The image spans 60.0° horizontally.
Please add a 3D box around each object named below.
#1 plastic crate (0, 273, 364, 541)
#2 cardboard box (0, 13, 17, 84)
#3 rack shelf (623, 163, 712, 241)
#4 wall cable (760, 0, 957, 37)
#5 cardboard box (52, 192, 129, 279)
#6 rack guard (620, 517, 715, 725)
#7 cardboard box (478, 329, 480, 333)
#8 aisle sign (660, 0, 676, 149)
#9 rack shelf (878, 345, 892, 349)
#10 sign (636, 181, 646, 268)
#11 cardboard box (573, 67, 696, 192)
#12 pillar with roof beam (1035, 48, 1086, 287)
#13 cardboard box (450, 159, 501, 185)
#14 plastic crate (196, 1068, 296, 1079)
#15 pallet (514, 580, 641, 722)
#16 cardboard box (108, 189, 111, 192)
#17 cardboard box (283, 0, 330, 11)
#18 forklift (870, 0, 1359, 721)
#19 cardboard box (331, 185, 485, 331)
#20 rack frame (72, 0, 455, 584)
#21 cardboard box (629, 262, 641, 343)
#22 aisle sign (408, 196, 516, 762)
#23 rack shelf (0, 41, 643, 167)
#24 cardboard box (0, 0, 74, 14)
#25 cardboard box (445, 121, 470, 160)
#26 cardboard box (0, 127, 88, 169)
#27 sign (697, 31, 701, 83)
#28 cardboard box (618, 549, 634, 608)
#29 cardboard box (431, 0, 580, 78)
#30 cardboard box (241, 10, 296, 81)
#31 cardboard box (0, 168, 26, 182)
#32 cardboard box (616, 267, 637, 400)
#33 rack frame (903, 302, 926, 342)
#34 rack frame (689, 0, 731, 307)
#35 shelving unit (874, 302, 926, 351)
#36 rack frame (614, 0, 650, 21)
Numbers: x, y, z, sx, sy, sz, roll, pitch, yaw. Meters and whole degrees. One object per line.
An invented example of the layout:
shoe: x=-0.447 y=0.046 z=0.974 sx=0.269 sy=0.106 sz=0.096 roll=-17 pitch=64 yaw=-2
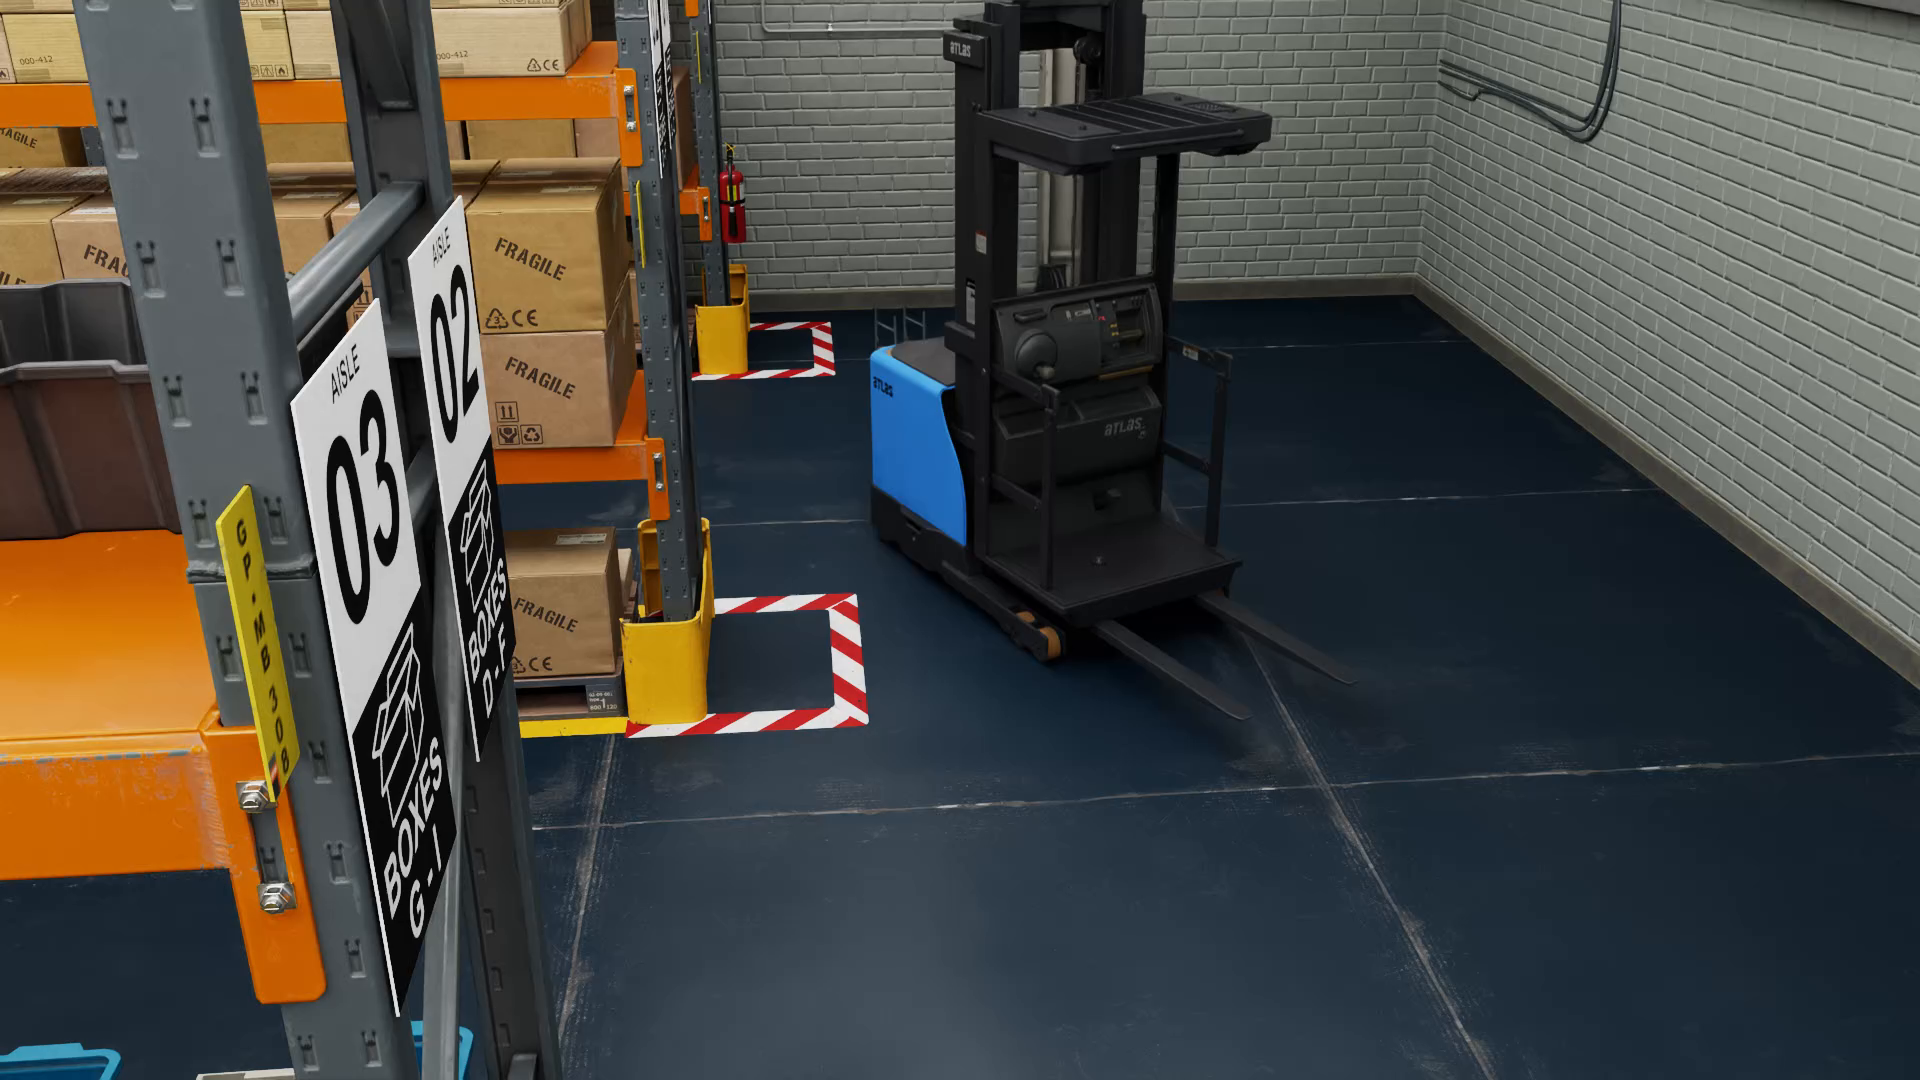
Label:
plastic crate: x=-1.214 y=-0.196 z=2.465 sx=0.590 sy=0.269 sz=0.497 roll=-2 pitch=24 yaw=-5
cardboard box: x=-3.763 y=-1.889 z=6.299 sx=0.500 sy=0.250 sz=0.500 roll=-2 pitch=24 yaw=-5
rack shelf: x=-3.767 y=-2.383 z=11.805 sx=4.000 sy=0.370 sz=1.077 roll=-2 pitch=24 yaw=-5
wall cable: x=-0.596 y=-3.690 z=12.607 sx=1.851 sy=1.984 sz=0.084 roll=-2 pitch=24 yaw=-5
cardboard box: x=-3.231 y=-1.100 z=6.678 sx=0.500 sy=0.500 sz=0.500 roll=-2 pitch=24 yaw=-4
rack guard: x=-1.362 y=0.355 z=7.835 sx=0.348 sy=0.500 sz=1.175 roll=-2 pitch=24 yaw=-5
cardboard box: x=-2.221 y=-0.686 z=6.976 sx=0.500 sy=0.500 sz=0.500 roll=-2 pitch=24 yaw=-5
aisle sign: x=-1.247 y=-2.099 z=7.079 sx=0.004 sy=0.787 sz=0.394 roll=-2 pitch=24 yaw=-5
rack shelf: x=-0.331 y=-1.011 z=9.269 sx=0.180 sy=0.103 sz=0.258 roll=-14 pitch=27 yaw=-28
sign: x=-1.252 y=-1.238 z=6.528 sx=0.005 sy=0.325 sz=0.100 roll=-2 pitch=24 yaw=-5
cardboard box: x=-2.283 y=-2.905 z=11.723 sx=0.700 sy=0.700 sz=0.980 roll=-1 pitch=24 yaw=-3
pillar with roof beam: x=1.248 y=-4.251 z=7.734 sx=0.400 sy=9.000 sz=9.100 roll=-2 pitch=24 yaw=-5
cardboard box: x=-2.273 y=-1.357 z=7.257 sx=0.500 sy=0.500 sz=0.500 roll=-2 pitch=24 yaw=-5
plastic crate: x=-1.409 y=1.162 z=3.194 sx=0.298 sy=0.136 sz=0.250 roll=-2 pitch=24 yaw=-5
pallet: x=-2.155 y=0.520 z=7.821 sx=1.213 sy=0.211 sz=1.003 roll=-2 pitch=24 yaw=-5
cardboard box: x=-3.277 y=-1.319 z=7.170 sx=0.500 sy=0.500 sz=0.500 roll=-3 pitch=24 yaw=-6
cardboard box: x=-2.270 y=-2.177 z=6.330 sx=0.500 sy=0.250 sz=0.500 roll=-2 pitch=24 yaw=-5
forklift: x=0.692 y=-0.973 z=7.830 sx=1.130 sy=2.935 sz=3.031 roll=-14 pitch=27 yaw=-28
cardboard box: x=-2.205 y=-1.143 z=6.774 sx=0.500 sy=0.500 sz=0.500 roll=-2 pitch=24 yaw=-4
rack frame: x=-0.803 y=-1.529 z=1.611 sx=0.127 sy=3.000 sz=1.000 roll=-2 pitch=24 yaw=-5
cardboard box: x=-2.464 y=-1.773 z=12.107 sx=0.500 sy=0.500 sz=0.700 roll=-2 pitch=24 yaw=-5
aisle sign: x=-0.761 y=-0.098 z=2.578 sx=0.004 sy=0.787 sz=0.394 roll=-2 pitch=24 yaw=-5
rack shelf: x=-3.277 y=-1.752 z=6.691 sx=4.000 sy=0.370 sz=1.077 roll=-2 pitch=24 yaw=-5
cardboard box: x=-3.265 y=-2.136 z=6.238 sx=0.500 sy=0.250 sz=0.500 roll=-2 pitch=24 yaw=-5
cardboard box: x=-3.766 y=-2.844 z=11.587 sx=0.700 sy=0.700 sz=0.980 roll=-3 pitch=24 yaw=-8
cardboard box: x=-6.192 y=-2.703 z=11.124 sx=0.500 sy=0.500 sz=0.500 roll=-3 pitch=24 yaw=-6
sign: x=-1.737 y=-3.209 z=11.060 sx=0.005 sy=0.325 sz=0.100 roll=-2 pitch=24 yaw=-5
cardboard box: x=-1.737 y=0.190 z=8.099 sx=0.250 sy=0.149 sz=0.380 roll=-2 pitch=24 yaw=-5
cardboard box: x=-1.772 y=-1.965 z=6.469 sx=0.500 sy=0.250 sz=0.500 roll=-2 pitch=24 yaw=-5
cardboard box: x=-2.767 y=-1.924 z=6.378 sx=0.500 sy=0.250 sz=0.500 roll=-2 pitch=24 yaw=-5
cardboard box: x=-4.280 y=-1.279 z=7.081 sx=0.500 sy=0.500 sz=0.500 roll=-3 pitch=24 yaw=-6
cardboard box: x=-1.754 y=-0.924 z=7.514 sx=0.500 sy=0.500 sz=0.500 roll=-2 pitch=24 yaw=-4
rack frame: x=-0.251 y=-0.741 z=9.438 sx=0.006 sy=1.200 sz=0.240 roll=-14 pitch=27 yaw=-28
rack frame: x=-1.777 y=-2.792 z=11.838 sx=0.127 sy=3.000 sz=1.000 roll=-2 pitch=24 yaw=-5
shelving unit: x=-0.329 y=-0.722 z=9.395 sx=0.189 sy=1.200 sz=0.258 roll=-14 pitch=27 yaw=-28
rack frame: x=-1.286 y=-3.531 z=6.116 sx=0.127 sy=3.000 sz=1.000 roll=-2 pitch=24 yaw=-5
